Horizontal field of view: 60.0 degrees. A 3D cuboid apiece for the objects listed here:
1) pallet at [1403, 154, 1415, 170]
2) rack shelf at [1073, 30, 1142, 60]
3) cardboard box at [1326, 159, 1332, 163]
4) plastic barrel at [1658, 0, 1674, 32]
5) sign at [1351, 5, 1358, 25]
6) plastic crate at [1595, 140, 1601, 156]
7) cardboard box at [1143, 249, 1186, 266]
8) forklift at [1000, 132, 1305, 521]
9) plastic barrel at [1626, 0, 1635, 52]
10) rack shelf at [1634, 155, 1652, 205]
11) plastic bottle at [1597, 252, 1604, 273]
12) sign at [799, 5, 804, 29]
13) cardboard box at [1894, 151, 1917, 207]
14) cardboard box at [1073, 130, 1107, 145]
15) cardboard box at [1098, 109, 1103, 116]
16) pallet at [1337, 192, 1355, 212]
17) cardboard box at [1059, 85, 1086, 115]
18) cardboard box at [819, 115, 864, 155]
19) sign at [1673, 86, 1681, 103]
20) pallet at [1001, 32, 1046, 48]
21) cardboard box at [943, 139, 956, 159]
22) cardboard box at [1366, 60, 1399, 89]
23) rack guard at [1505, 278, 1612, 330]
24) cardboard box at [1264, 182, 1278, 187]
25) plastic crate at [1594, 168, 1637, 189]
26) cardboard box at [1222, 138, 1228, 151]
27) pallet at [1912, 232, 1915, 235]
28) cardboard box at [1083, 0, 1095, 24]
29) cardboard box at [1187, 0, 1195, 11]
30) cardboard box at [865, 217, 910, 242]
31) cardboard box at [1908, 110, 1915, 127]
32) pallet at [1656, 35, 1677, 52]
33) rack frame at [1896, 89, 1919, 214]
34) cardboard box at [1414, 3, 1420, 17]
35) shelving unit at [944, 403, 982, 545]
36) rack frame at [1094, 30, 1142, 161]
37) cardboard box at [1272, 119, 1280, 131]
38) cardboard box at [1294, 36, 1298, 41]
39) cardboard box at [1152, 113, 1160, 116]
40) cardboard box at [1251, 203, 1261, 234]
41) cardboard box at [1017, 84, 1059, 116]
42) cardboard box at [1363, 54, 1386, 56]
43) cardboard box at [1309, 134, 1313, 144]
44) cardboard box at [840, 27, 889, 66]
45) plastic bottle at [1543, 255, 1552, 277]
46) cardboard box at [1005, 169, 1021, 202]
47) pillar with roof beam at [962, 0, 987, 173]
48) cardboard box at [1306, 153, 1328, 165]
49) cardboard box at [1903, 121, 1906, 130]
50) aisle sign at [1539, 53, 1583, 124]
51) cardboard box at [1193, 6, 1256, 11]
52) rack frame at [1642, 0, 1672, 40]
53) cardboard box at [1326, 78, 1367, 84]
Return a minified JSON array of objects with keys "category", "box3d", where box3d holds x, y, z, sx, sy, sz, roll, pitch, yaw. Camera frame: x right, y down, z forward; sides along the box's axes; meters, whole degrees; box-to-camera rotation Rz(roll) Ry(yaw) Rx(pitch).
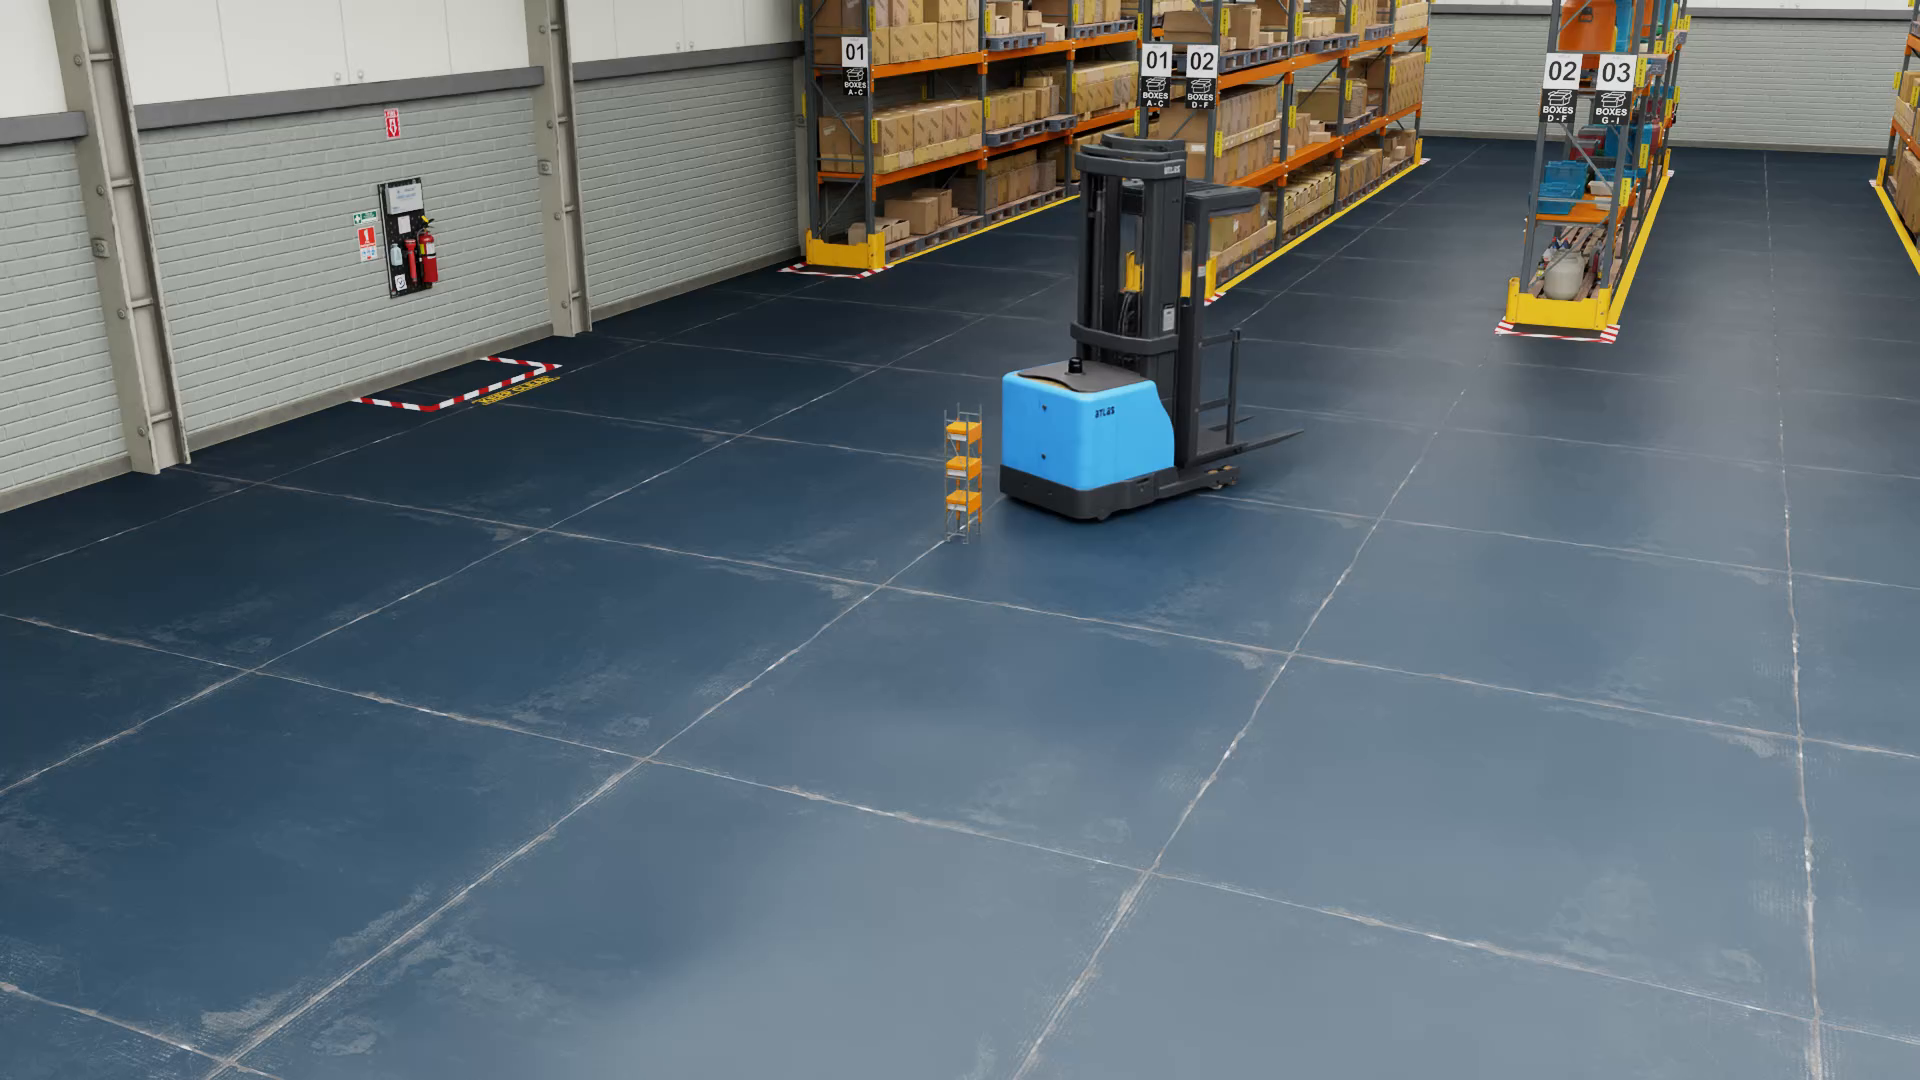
[{"category":"pallet","box3d":[9.016,-8.036,35.250,1.003,0.211,1.213,9,21,23]},{"category":"rack shelf","box3d":[2.395,-9.536,31.902,1.077,0.370,4.000,9,21,23]},{"category":"cardboard box","box3d":[6.478,-6.677,30.341,0.500,0.500,0.500,8,21,21]},{"category":"plastic barrel","box3d":[11.693,-9.018,27.998,0.600,0.901,0.708,9,21,23]},{"category":"sign","box3d":[6.599,-8.787,27.833,0.100,0.325,0.005,9,21,23]},{"category":"plastic crate","box3d":[9.144,-5.640,24.375,0.392,0.384,0.575,9,21,23]},{"category":"cardboard box","box3d":[2.771,-3.833,22.746,0.500,0.250,0.500,9,21,23]},{"category":"forklift","box3d":[1.779,-1.928,14.015,3.031,2.935,1.130,-16,25,-38]},{"category":"plastic barrel","box3d":[9.522,-7.502,24.363,0.600,0.901,0.708,9,21,23]},{"category":"rack shelf","box3d":[9.795,-5.540,25.144,1.077,0.370,4.000,9,21,23]},{"category":"plastic bottle","box3d":[8.694,-3.749,22.441,0.152,0.276,0.135,9,21,24]},{"category":"sign","box3d":[-2.198,-7.317,23.269,0.100,0.325,0.005,9,21,23]},{"category":"cardboard box","box3d":[16.527,-6.032,27.998,1.225,0.875,0.875,9,21,23]},{"category":"cardboard box","box3d":[2.361,-7.509,32.187,0.750,0.750,0.750,8,21,22]},{"category":"cardboard box","box3d":[2.540,-8.280,32.120,0.380,0.149,0.250,9,21,23]},{"category":"pallet","box3d":[6.437,-6.080,29.751,1.003,0.211,1.213,9,21,23]},{"category":"cardboard box","box3d":[2.008,-8.160,30.814,0.500,0.500,0.500,9,22,24]},{"category":"cardboard box","box3d":[-1.701,-5.870,24.072,0.500,0.500,0.500,8,21,22]},{"category":"sign","box3d":[14.398,-8.942,33.393,0.100,0.325,0.005,9,21,23]},{"category":"pallet","box3d":[0.710,-8.443,28.038,1.213,0.211,1.003,9,21,23]},{"category":"cardboard box","box3d":[-0.383,-6.072,25.761,0.500,0.250,0.500,8,21,22]},{"category":"cardboard box","box3d":[8.184,-9.018,32.207,0.500,0.500,0.500,9,22,24]},{"category":"rack guard","box3d":[7.326,-2.897,20.368,1.175,0.500,0.348,9,21,23]},{"category":"cardboard box","box3d":[4.986,-5.743,27.282,0.500,0.311,0.500,8,21,22]},{"category":"plastic crate","box3d":[8.770,-4.822,22.273,0.499,0.251,0.616,9,21,23]},{"category":"cardboard box","box3d":[3.387,-5.326,22.351,0.380,0.149,0.250,9,21,23]},{"category":"pallet","box3d":[16.025,-5.099,26.992,1.003,0.211,1.213,9,21,23]},{"category":"cardboard box","box3d":[2.129,-10.010,31.357,0.700,0.500,0.500,10,22,25]},{"category":"cardboard box","box3d":[4.794,-11.623,36.145,0.500,0.250,0.500,9,22,24]},{"category":"cardboard box","box3d":[-1.101,-4.718,25.115,0.500,0.311,0.500,11,22,27]},{"category":"cardboard box","box3d":[16.712,-7.274,28.726,0.500,0.250,0.500,8,21,22]},{"category":"pallet","box3d":[11.016,-8.035,26.891,1.003,0.211,1.213,9,21,23]},{"category":"rack frame","box3d":[16.771,-7.034,28.270,1.000,3.000,0.127,9,21,23]},{"category":"cardboard box","box3d":[8.982,-10.698,33.574,0.500,0.250,0.500,9,21,23]},{"category":"shelving unit","box3d":[0.022,-0.511,12.839,0.215,1.050,0.252,9,21,23]},{"category":"rack frame","box3d":[3.214,-9.073,34.003,1.000,3.000,0.127,9,21,23]},{"category":"cardboard box","box3d":[4.543,-6.189,24.777,0.380,0.149,0.250,9,21,23]},{"category":"cardboard box","box3d":[4.942,-7.844,25.670,0.500,0.250,0.500,6,21,17]},{"category":"cardboard box","box3d":[4.525,-9.459,37.226,0.380,0.149,0.250,9,21,23]},{"category":"cardboard box","box3d":[4.051,-4.728,24.144,0.500,0.500,0.500,9,21,23]},{"category":"cardboard box","box3d":[1.392,-7.959,30.067,0.700,0.500,0.500,6,20,16]},{"category":"cardboard box","box3d":[8.534,-9.722,34.189,0.500,0.500,0.500,9,21,23]},{"category":"cardboard box","box3d":[5.626,-6.655,27.581,0.380,0.149,0.250,10,22,27]},{"category":"cardboard box","box3d":[-1.335,-6.942,23.357,0.500,0.500,0.500,9,22,24]},{"category":"plastic bottle","box3d":[7.818,-3.664,22.202,0.152,0.276,0.135,9,21,23]},{"category":"cardboard box","box3d":[0.635,-6.199,28.997,0.700,0.500,0.500,9,21,23]},{"category":"pillar with roof beam","box3d":[4.182,-9.807,27.115,9.100,9.000,0.400,9,21,23]},{"category":"cardboard box","box3d":[6.285,-6.890,29.821,0.500,0.250,0.500,9,22,25]},{"category":"cardboard box","box3d":[17.018,-7.368,29.585,0.380,0.149,0.250,9,21,24]},{"category":"aisle sign","box3d":[7.038,-5.289,19.483,0.394,0.787,0.004,9,21,23]},{"category":"cardboard box","box3d":[3.669,-7.188,23.238,0.797,0.503,0.637,11,22,29]},{"category":"rack frame","box3d":[10.614,-9.317,25.737,1.000,3.000,0.127,9,21,23]},{"category":"cardboard box","box3d":[7.336,-8.525,31.687,0.700,0.500,0.500,2,20,4]}]
